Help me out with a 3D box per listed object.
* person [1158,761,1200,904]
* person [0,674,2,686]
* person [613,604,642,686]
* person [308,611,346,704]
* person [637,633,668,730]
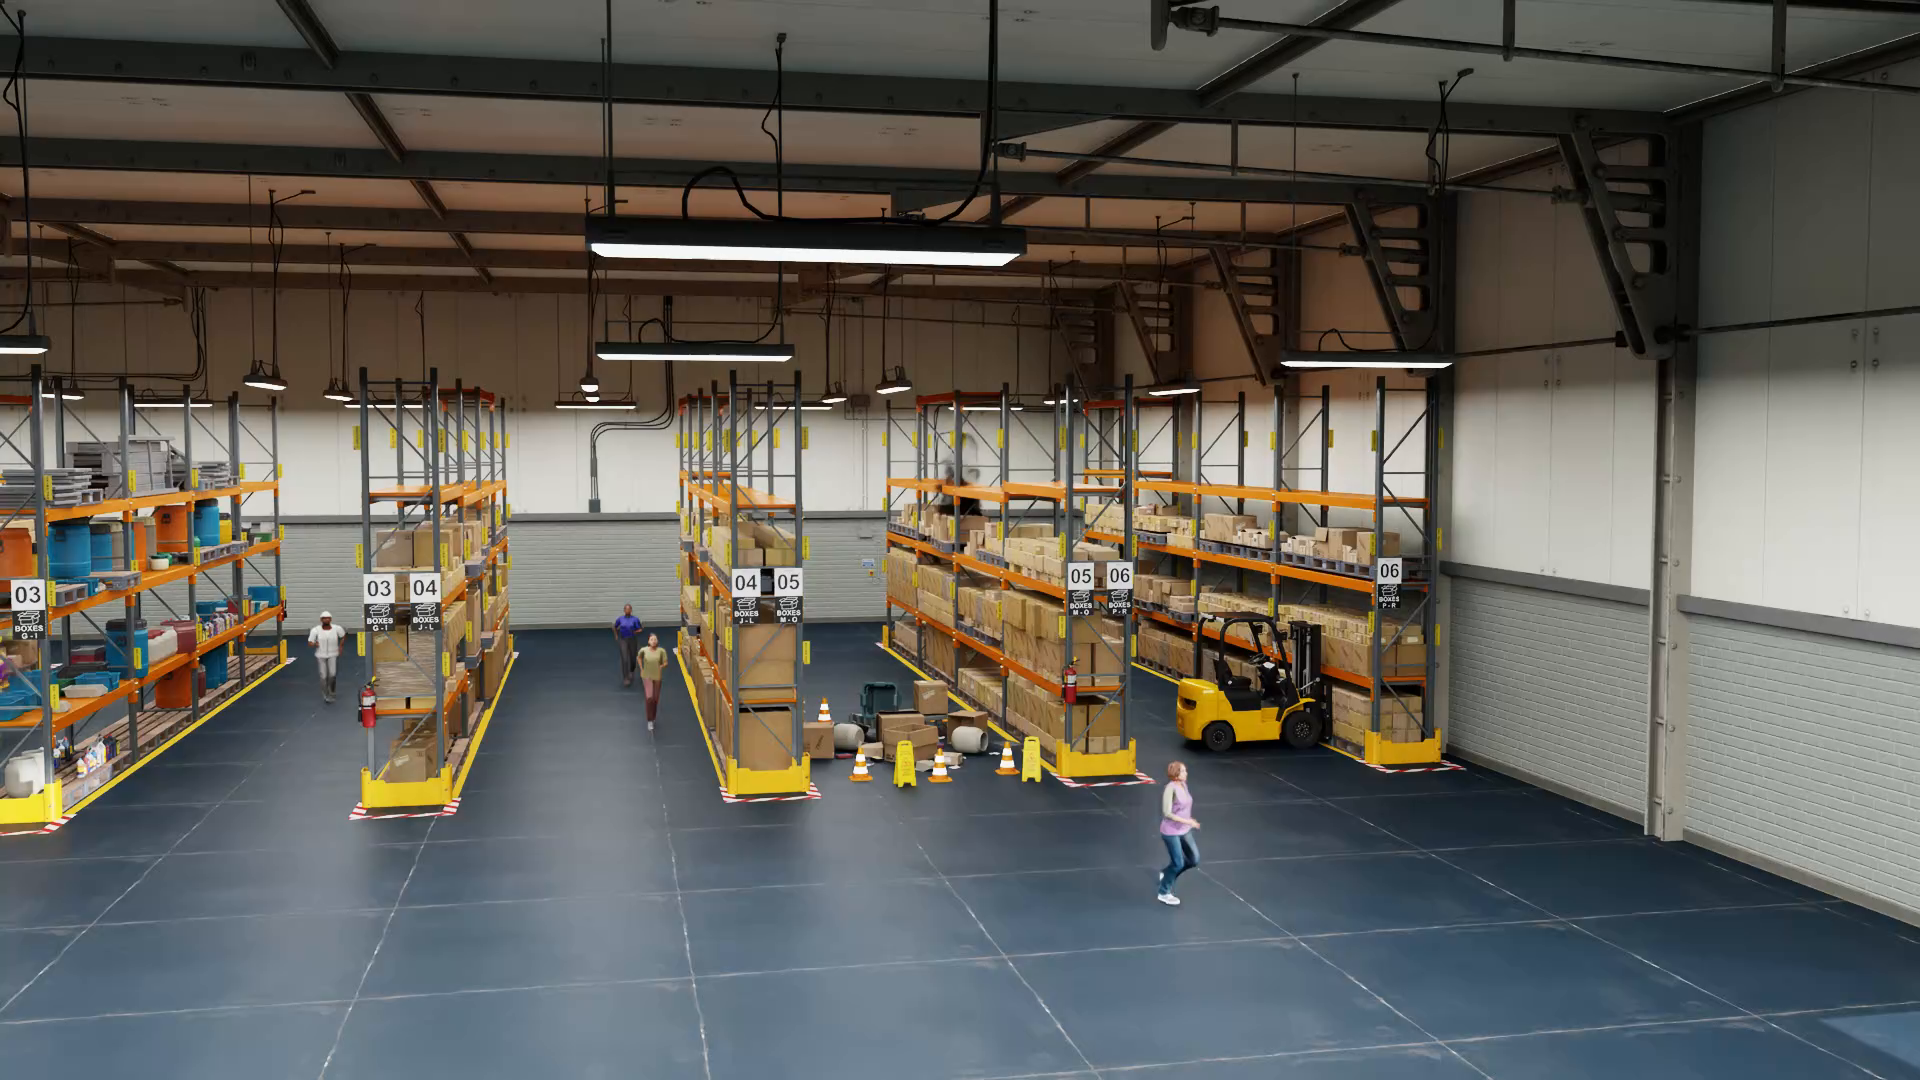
[{"bbox_3d":[2.376,3.148,17.913,0.545,1.559,0.566,2,4,35],"label":"person"},{"bbox_3d":[-15.598,2.539,26.404,0.710,1.746,0.968,-1,4,-16],"label":"person"},{"bbox_3d":[-6.818,2.131,34.151,0.581,1.634,0.931,-1,4,-14],"label":"person"},{"bbox_3d":[-12.059,2.247,31.722,0.691,1.781,0.669,-1,4,-22],"label":"person"},{"bbox_3d":[-5.360,2.454,29.044,0.493,1.700,0.799,-1,4,-22],"label":"person"}]
